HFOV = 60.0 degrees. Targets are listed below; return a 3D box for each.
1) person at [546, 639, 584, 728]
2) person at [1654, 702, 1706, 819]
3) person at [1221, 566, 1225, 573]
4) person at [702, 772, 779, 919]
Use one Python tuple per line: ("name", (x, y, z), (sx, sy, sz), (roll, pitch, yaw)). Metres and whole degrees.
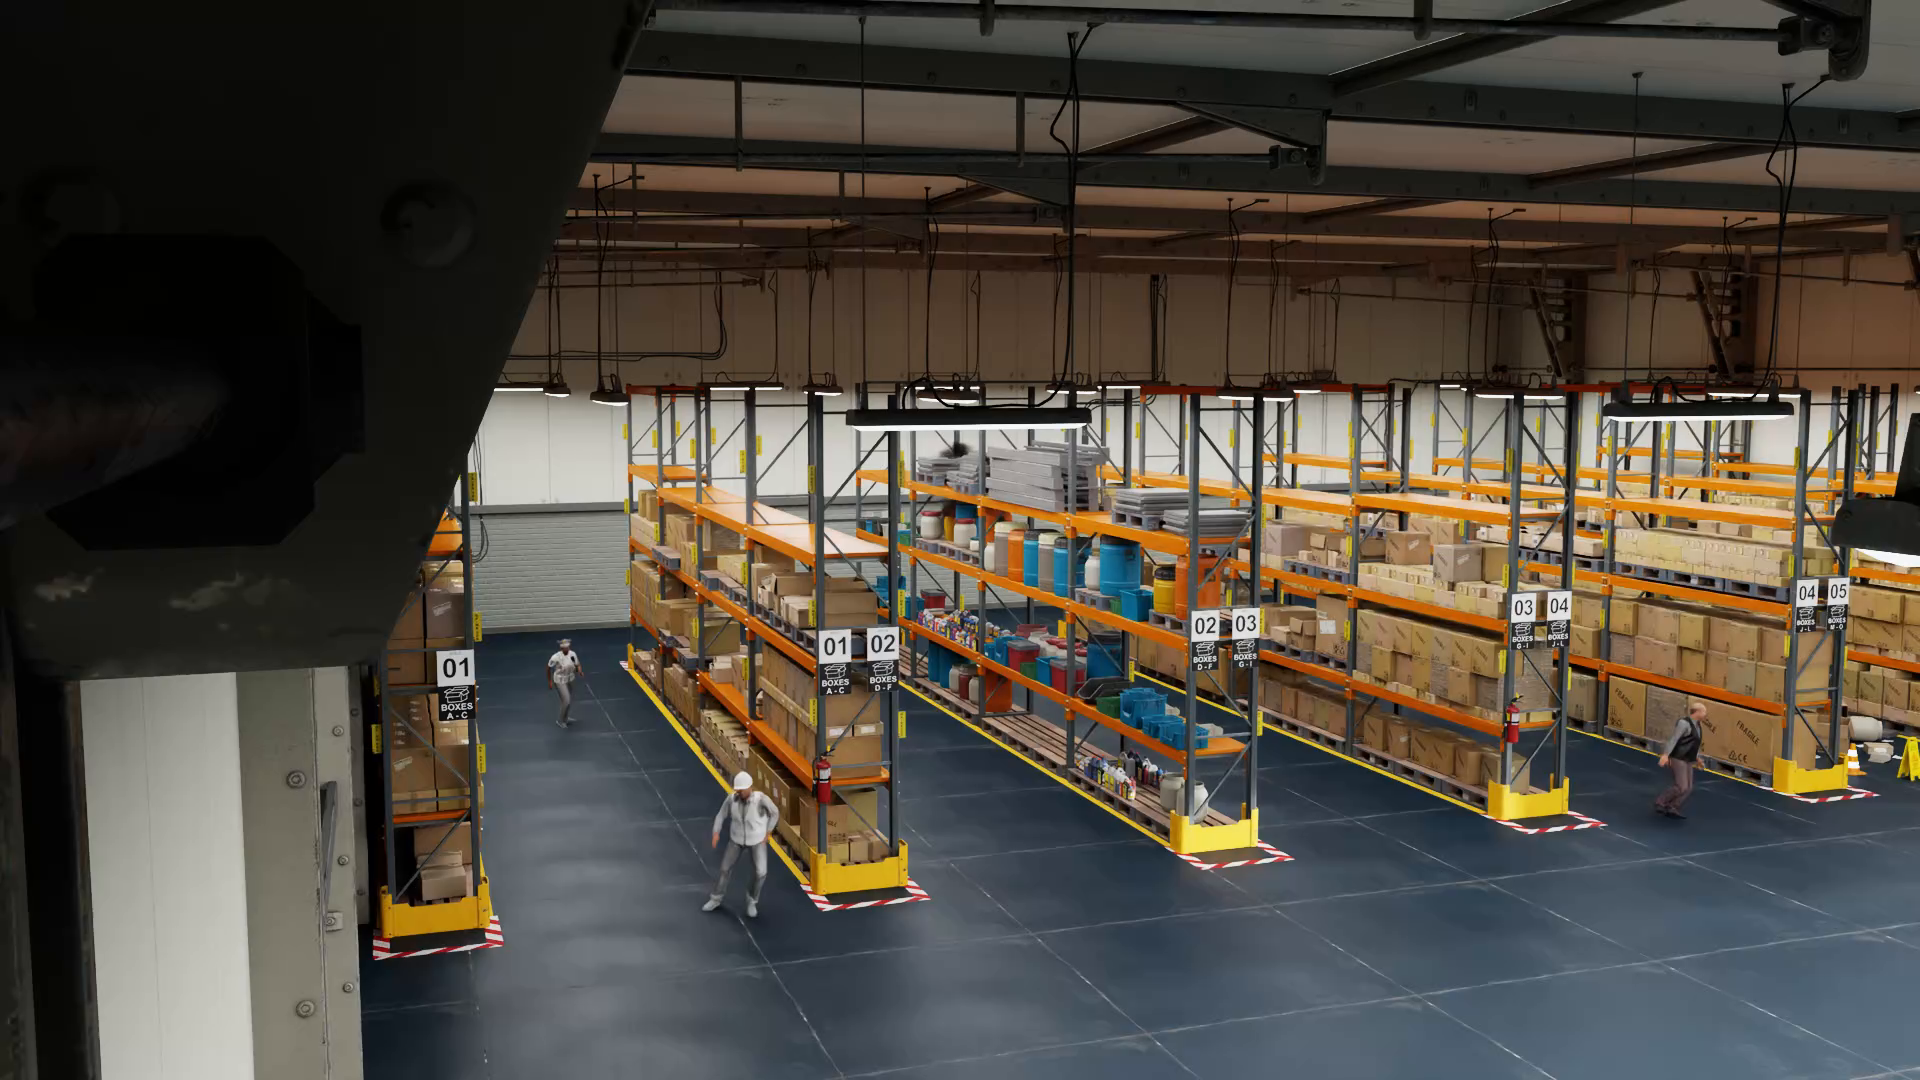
("person", (-6.945, 2.538, 29.438), (0.806, 1.644, 0.603), (4, 7, 31))
("person", (10.105, 3.092, 23.348), (0.692, 1.673, 0.567), (-6, 8, -44))
("person", (6.268, 1.400, 40.262), (0.616, 1.632, 0.707), (1, 6, 9))
("person", (-2.567, 3.499, 19.278), (0.903, 1.692, 0.620), (1, 6, 6))
